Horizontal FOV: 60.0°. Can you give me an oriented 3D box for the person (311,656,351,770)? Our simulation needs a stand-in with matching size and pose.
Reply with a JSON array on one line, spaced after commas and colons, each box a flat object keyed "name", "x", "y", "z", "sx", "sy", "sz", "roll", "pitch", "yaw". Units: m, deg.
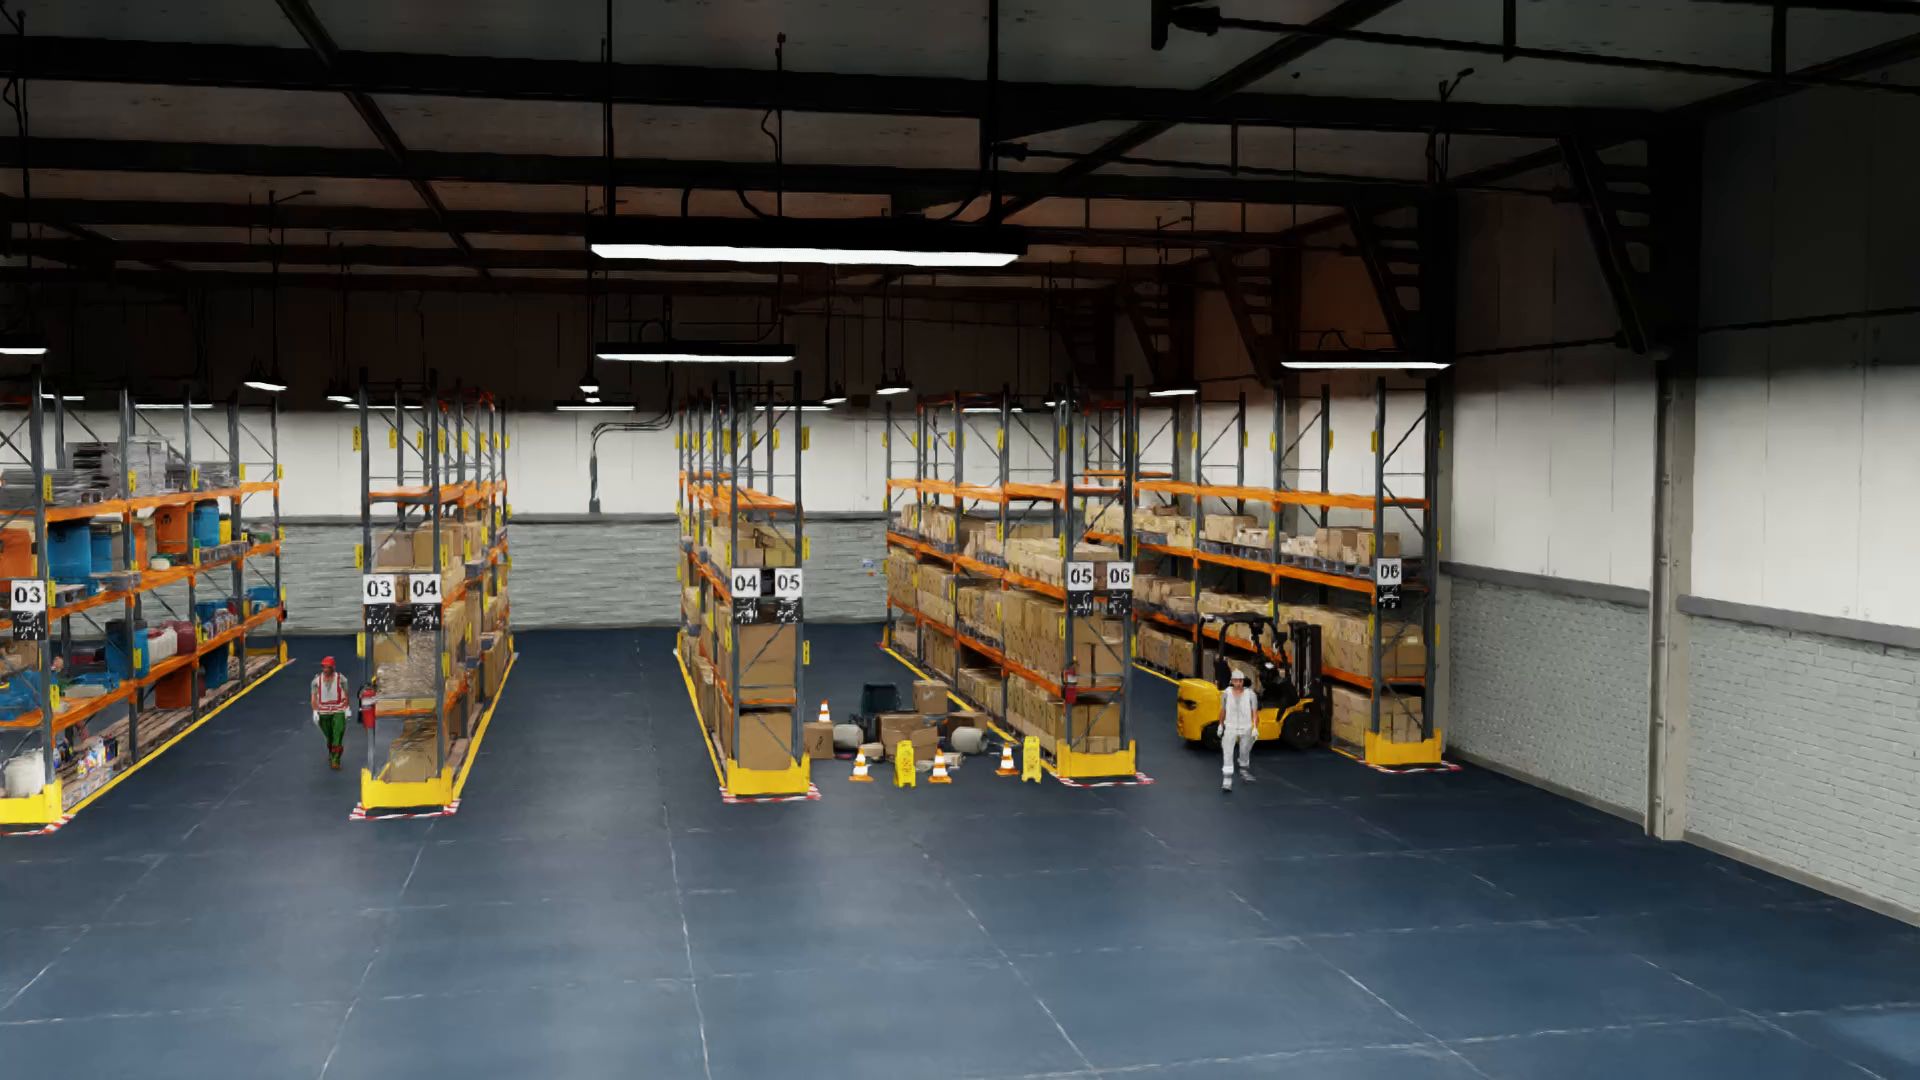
[{"name": "person", "x": -9.641, "y": 2.618, "z": 25.453, "sx": 0.553, "sy": 1.709, "sz": 1.123, "roll": -1, "pitch": 3, "yaw": -10}]

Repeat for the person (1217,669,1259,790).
[{"name": "person", "x": 4.013, "y": 2.715, "z": 24.003, "sx": 0.594, "sy": 1.739, "sz": 0.986, "roll": 1, "pitch": 3, "yaw": 9}]

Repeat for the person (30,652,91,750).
[{"name": "person", "x": -14.367, "y": 2.609, "z": 26.645, "sx": 0.488, "sy": 1.601, "sz": 0.937, "roll": 1, "pitch": 4, "yaw": 16}]
